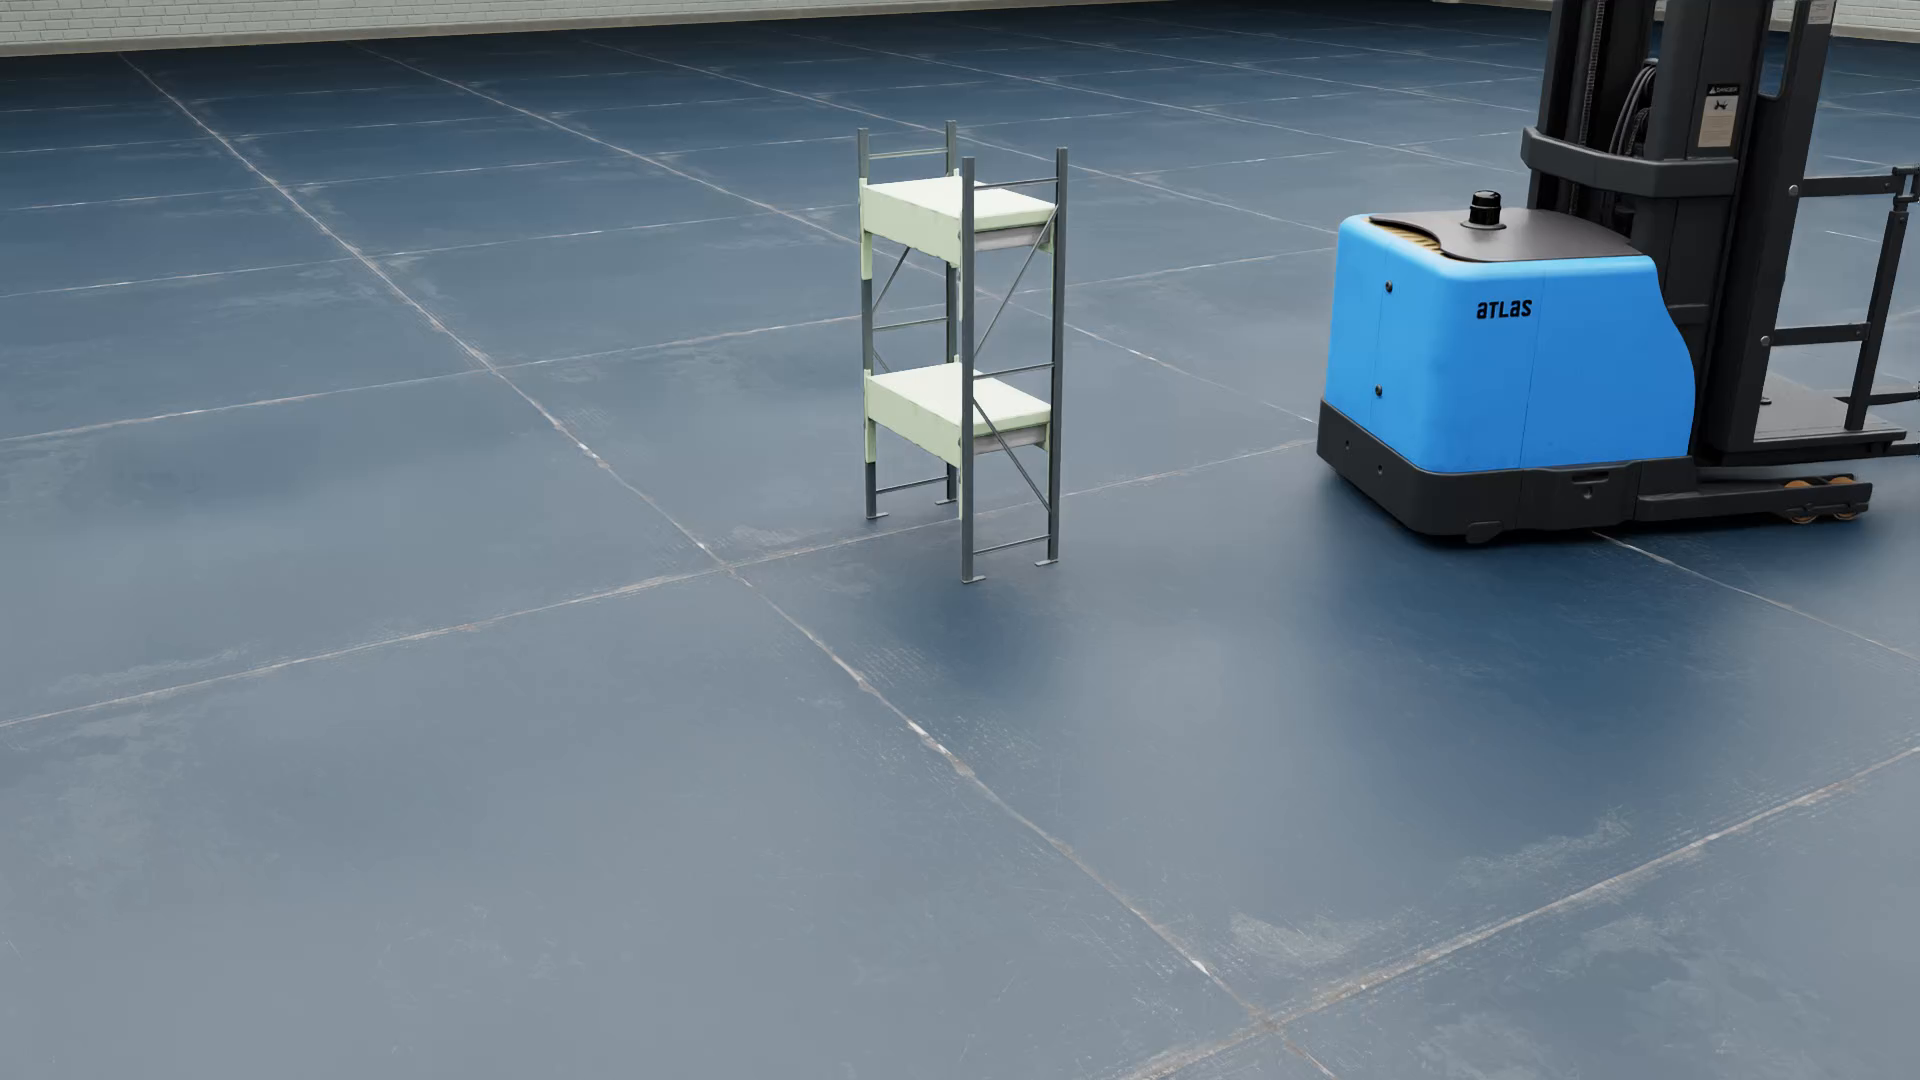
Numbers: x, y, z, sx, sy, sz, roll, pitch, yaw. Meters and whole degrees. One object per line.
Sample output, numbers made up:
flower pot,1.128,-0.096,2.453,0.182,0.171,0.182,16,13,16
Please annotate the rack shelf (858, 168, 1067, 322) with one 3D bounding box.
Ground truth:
rack shelf,-0.003,-1.058,5.887,0.431,0.370,0.720,-13,25,-28

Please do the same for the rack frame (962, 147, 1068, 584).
rack frame,0.184,-0.578,5.743,0.400,1.500,0.023,-13,25,-28

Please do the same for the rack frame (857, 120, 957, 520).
rack frame,-0.190,-0.815,6.326,0.400,1.500,0.023,-13,25,-28

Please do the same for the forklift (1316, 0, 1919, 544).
forklift,3.076,-1.609,6.378,3.031,2.935,1.130,-5,23,-11

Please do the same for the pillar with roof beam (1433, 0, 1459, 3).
pillar with roof beam,5.332,-13.332,27.162,9.100,9.000,0.400,-13,25,-28

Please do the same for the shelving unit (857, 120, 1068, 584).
shelving unit,-0.003,-0.697,6.034,0.431,1.500,0.755,-13,25,-28

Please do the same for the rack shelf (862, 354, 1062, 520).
rack shelf,-0.003,-0.395,6.157,0.431,0.370,0.720,-13,25,-28
